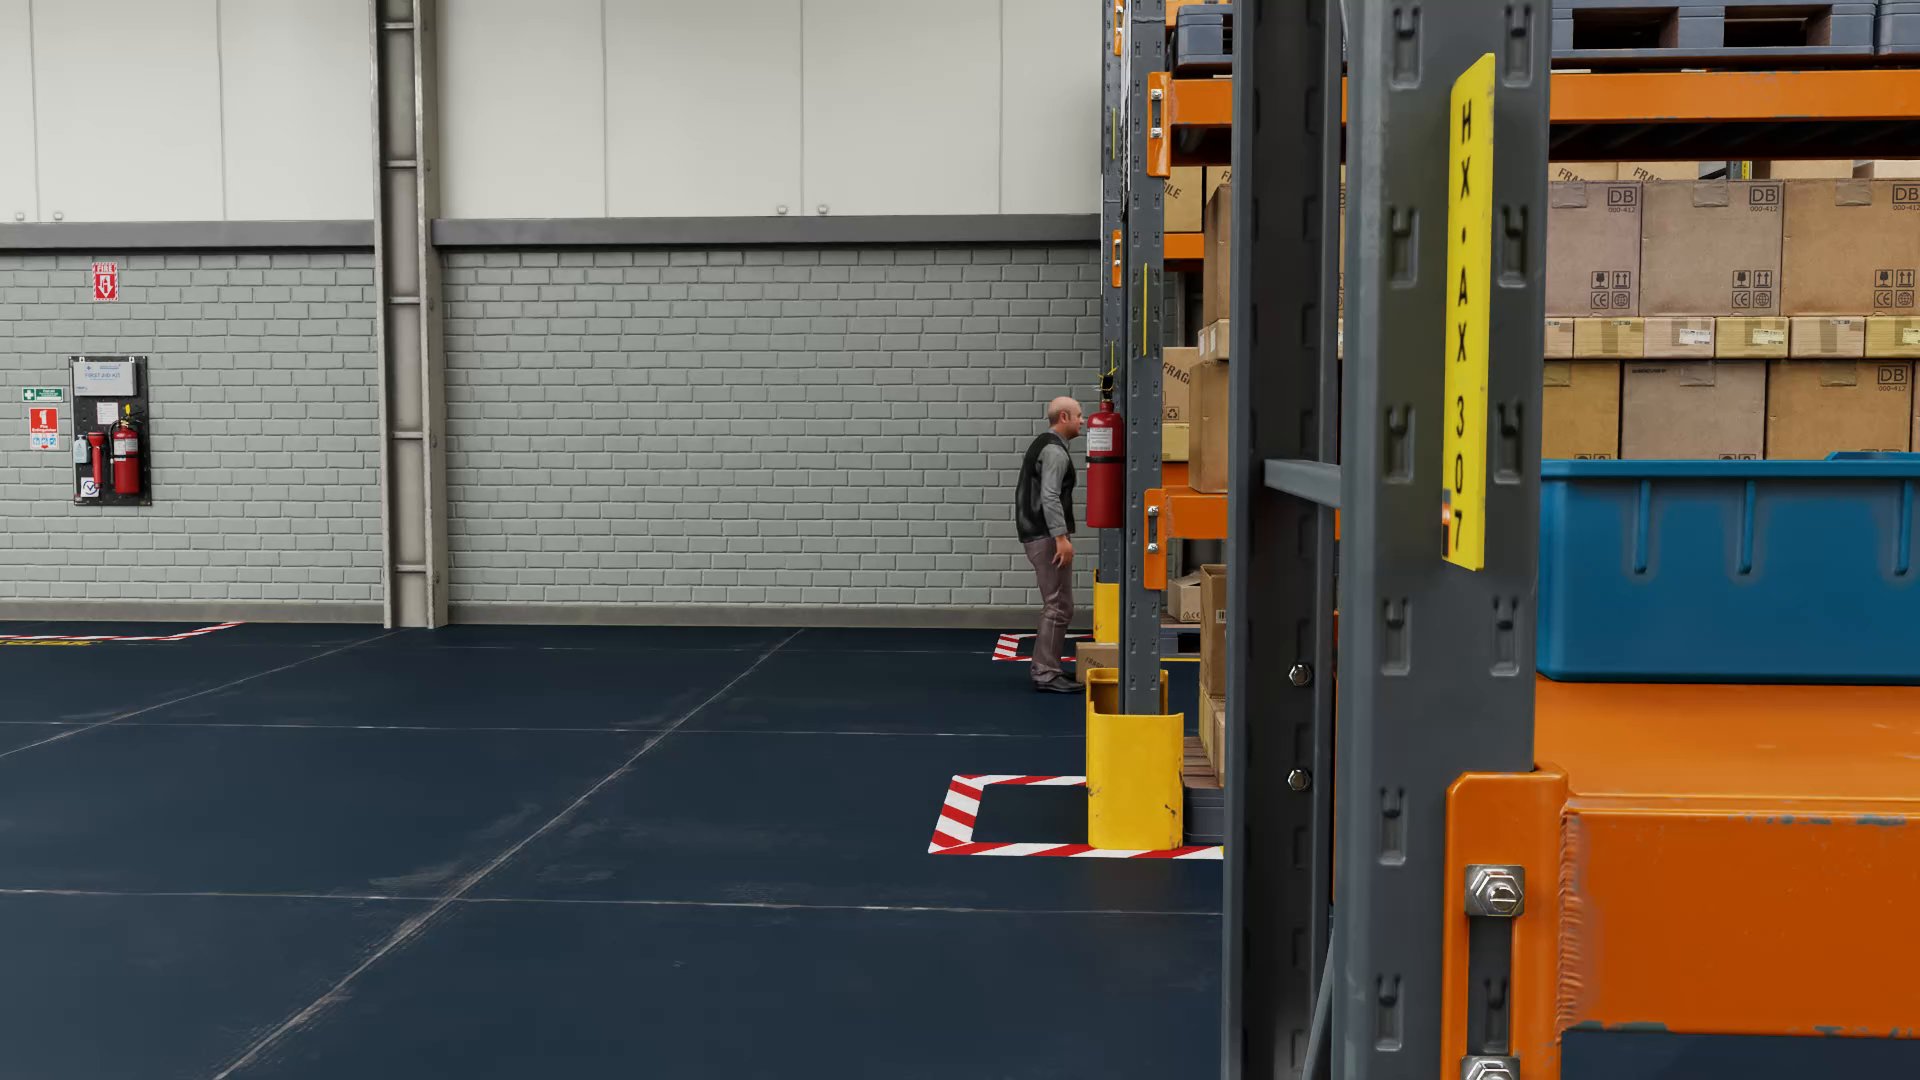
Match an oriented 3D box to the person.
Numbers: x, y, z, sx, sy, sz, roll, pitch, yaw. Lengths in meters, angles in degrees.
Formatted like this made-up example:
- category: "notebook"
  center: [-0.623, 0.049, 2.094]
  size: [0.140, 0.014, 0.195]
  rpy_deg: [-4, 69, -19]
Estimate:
- category: "person"
  center: [0.535, 0.013, 9.836]
  size: [0.416, 1.721, 0.594]
  rpy_deg: [0, 4, 0]
